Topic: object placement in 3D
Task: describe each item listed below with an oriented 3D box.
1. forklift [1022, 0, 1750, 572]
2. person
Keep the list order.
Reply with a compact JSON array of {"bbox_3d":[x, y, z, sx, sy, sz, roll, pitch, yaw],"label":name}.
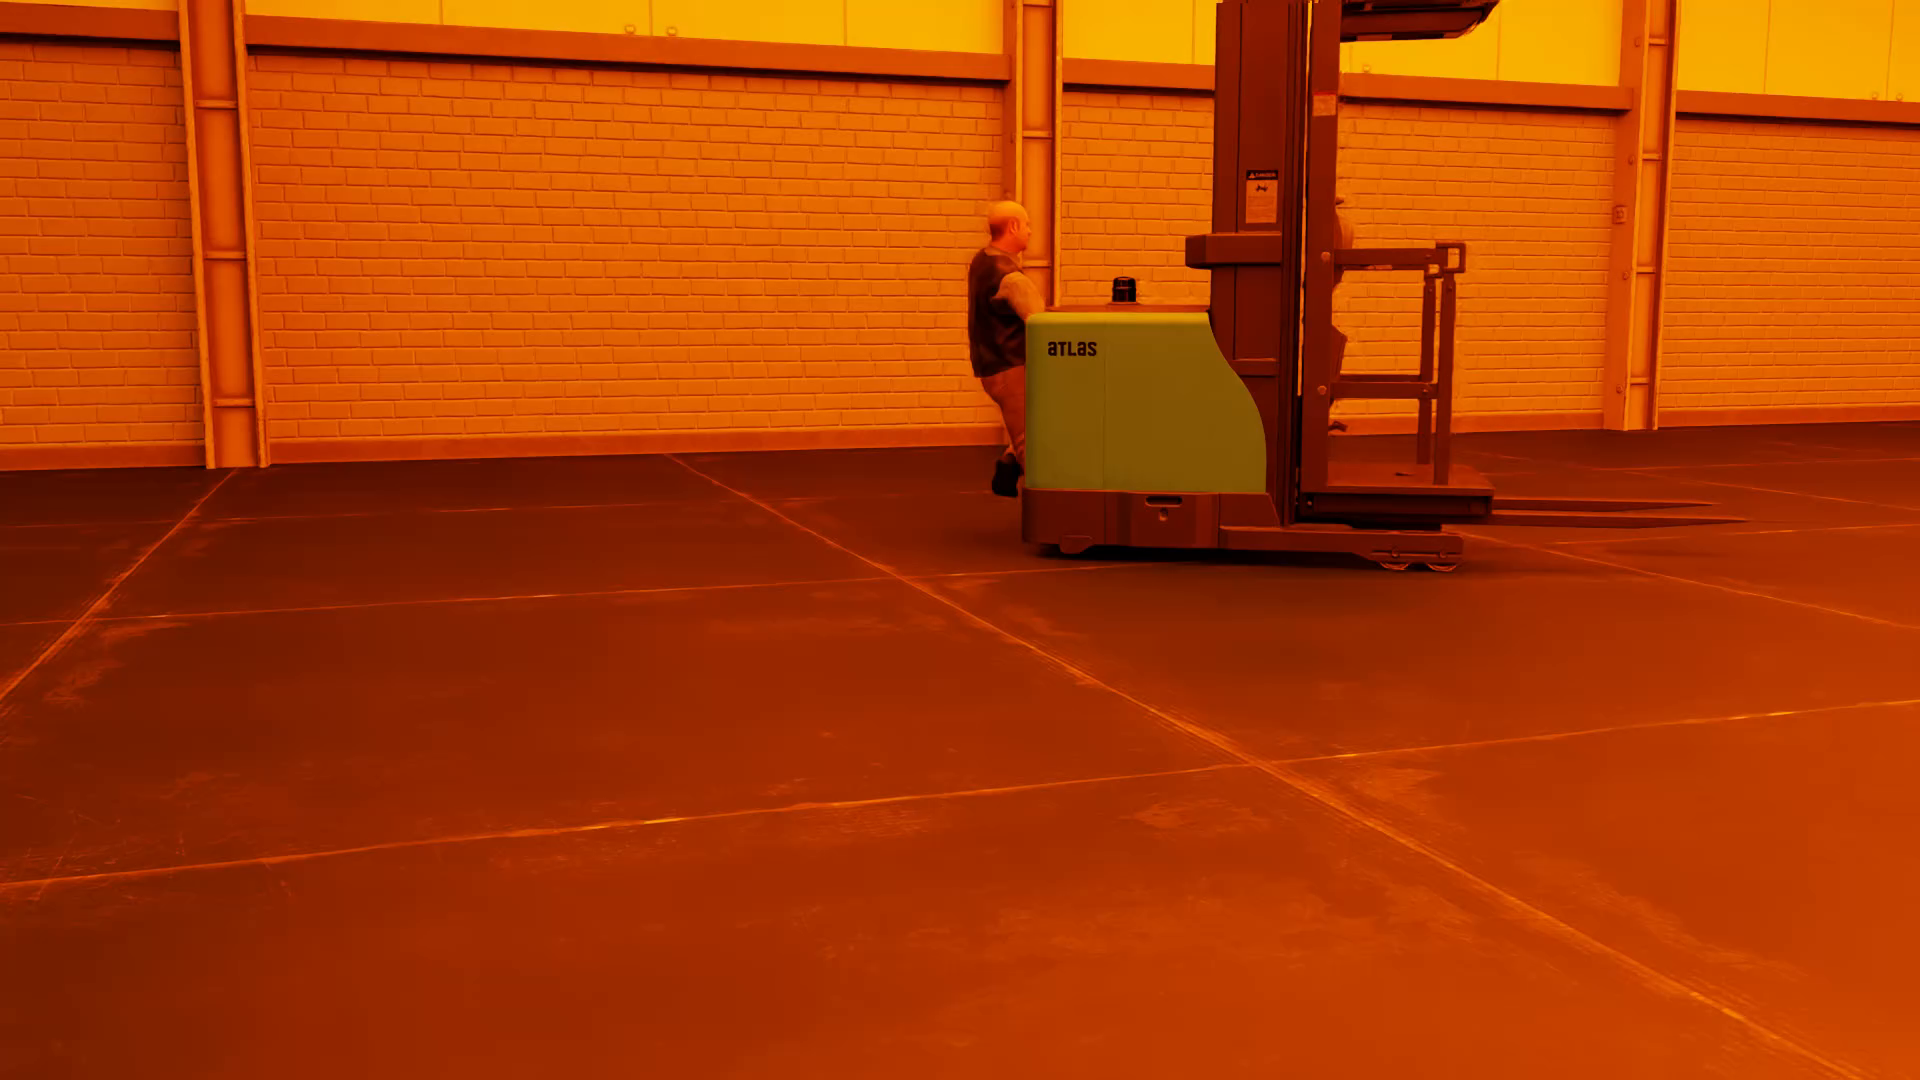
[{"bbox_3d":[1.843,-1.397,7.318,3.031,2.935,1.130,2,8,11],"label":"forklift"},{"bbox_3d":[0.417,-0.843,8.126,0.736,1.596,0.753,-1,8,-9],"label":"person"}]
